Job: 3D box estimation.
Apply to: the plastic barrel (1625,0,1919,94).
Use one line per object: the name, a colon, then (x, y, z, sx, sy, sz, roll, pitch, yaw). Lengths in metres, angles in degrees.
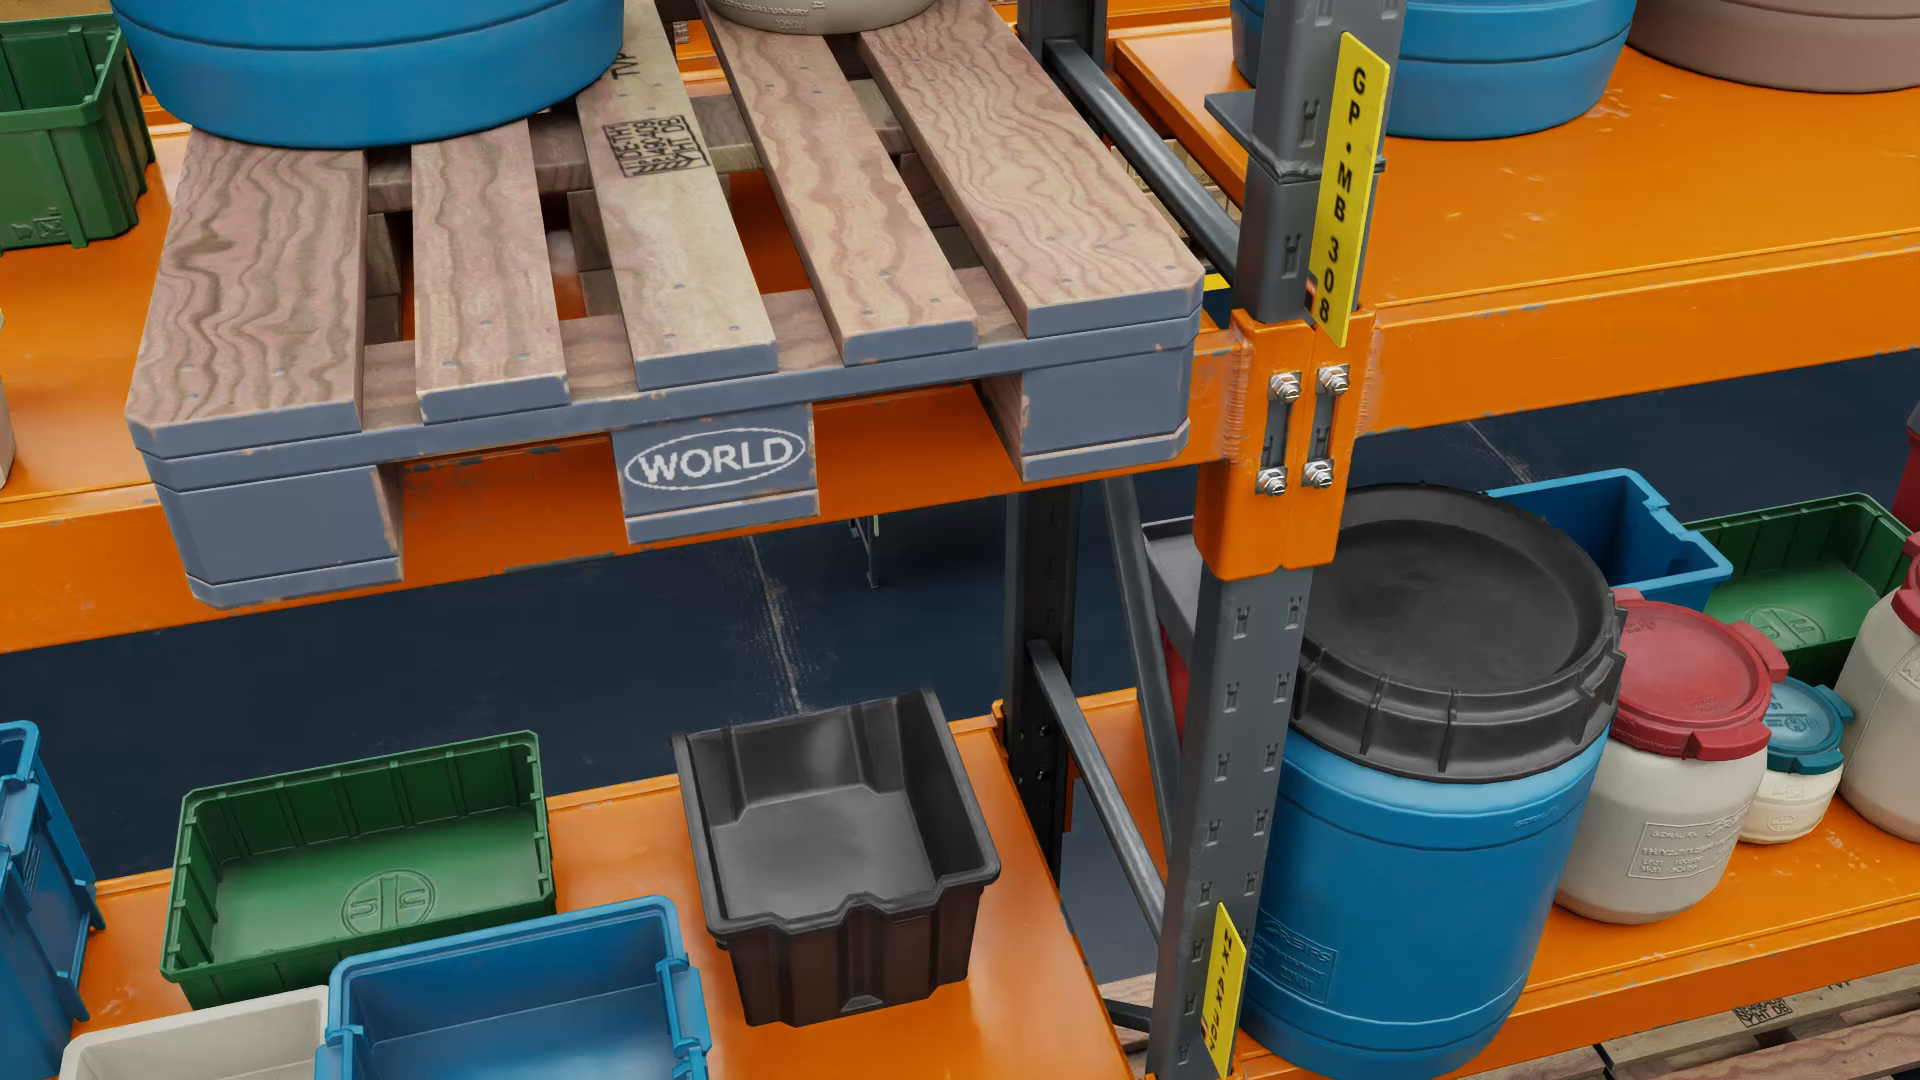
plastic barrel: (1.346, -1.202, 2.471, 0.600, 0.901, 0.600, 0, 37, 0)

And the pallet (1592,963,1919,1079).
pallet: (2.208, 1.265, 4.423, 1.213, 0.211, 1.003, -9, 38, -12)

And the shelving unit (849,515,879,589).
shelving unit: (-0.006, -0.595, 5.793, 0.755, 1.500, 0.431, -9, 38, -12)

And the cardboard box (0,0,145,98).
cardboard box: (-3.429, -2.040, 6.366, 0.500, 0.500, 0.700, -9, 38, -12)

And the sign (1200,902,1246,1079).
sign: (0.413, 0.714, 2.620, 0.005, 0.325, 0.100, -9, 38, -12)

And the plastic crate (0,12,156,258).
plastic crate: (-1.314, -0.517, 2.163, 0.450, 0.188, 0.336, -9, 38, -12)

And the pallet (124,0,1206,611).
pallet: (-0.391, -0.445, 2.050, 1.003, 0.211, 1.213, -9, 38, -12)

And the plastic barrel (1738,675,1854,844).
plastic barrel: (1.598, 0.435, 3.326, 0.301, 0.262, 0.301, 0, 37, 0)

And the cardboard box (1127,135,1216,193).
cardboard box: (0.940, -1.867, 7.678, 0.500, 0.311, 0.500, -8, 38, -11)

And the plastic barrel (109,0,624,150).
plastic barrel: (-0.709, -0.963, 1.813, 0.708, 0.901, 0.600, -9, 38, -12)

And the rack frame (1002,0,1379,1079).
rack frame: (0.280, 0.500, 3.128, 0.127, 3.000, 1.000, -9, 38, -12)

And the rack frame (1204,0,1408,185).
rack frame: (0.280, -1.883, 1.305, 0.127, 3.000, 1.000, -9, 38, -12)

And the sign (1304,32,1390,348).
sign: (0.413, -0.371, 1.790, 0.005, 0.325, 0.100, -9, 38, -12)

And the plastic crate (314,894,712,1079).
plastic crate: (-0.718, 0.893, 2.736, 0.616, 0.251, 0.499, -9, 38, -12)

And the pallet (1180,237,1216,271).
pallet: (0.873, -1.634, 8.212, 1.213, 0.211, 1.003, -9, 38, -12)

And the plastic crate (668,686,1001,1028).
plastic crate: (-0.259, 0.533, 3.136, 0.504, 0.338, 0.767, -9, 38, -12)

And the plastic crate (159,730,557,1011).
plastic crate: (-1.104, 0.633, 3.128, 0.662, 0.188, 0.450, -9, 38, -12)

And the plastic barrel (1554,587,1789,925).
plastic barrel: (1.261, 0.423, 3.117, 0.433, 0.535, 0.433, 0, 37, 0)

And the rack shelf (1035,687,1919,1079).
rack shelf: (2.211, 0.469, 3.761, 4.000, 0.370, 1.077, -9, 38, -12)

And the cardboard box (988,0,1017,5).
cardboard box: (0.246, -2.642, 7.152, 0.500, 0.500, 0.500, -7, 38, -9)

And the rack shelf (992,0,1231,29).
rack shelf: (0.923, -2.437, 7.560, 4.000, 0.370, 1.077, -9, 38, -12)

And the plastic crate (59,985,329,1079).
plastic crate: (-1.222, 1.010, 2.678, 0.437, 0.136, 0.530, -9, 38, -12)

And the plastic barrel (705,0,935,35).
plastic barrel: (-0.187, -0.950, 2.116, 0.421, 0.512, 0.421, 0, 37, 0)

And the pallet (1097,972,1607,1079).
pallet: (1.028, 1.460, 4.168, 1.213, 0.211, 1.003, -9, 38, -12)

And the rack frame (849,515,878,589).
rack frame: (-0.360, -0.537, 5.717, 0.023, 1.500, 0.400, -9, 38, -12)

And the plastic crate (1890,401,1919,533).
plastic crate: (2.502, -0.083, 3.837, 0.583, 0.464, 0.402, -9, 38, -12)

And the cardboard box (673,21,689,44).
cardboard box: (-1.435, -2.372, 6.800, 0.500, 0.500, 0.700, -10, 39, -13)

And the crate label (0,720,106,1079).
crate label: (-1.875, 0.669, 2.877, 0.616, 0.435, 0.502, -9, 38, -12)

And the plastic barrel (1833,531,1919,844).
plastic barrel: (1.969, 0.307, 3.268, 0.433, 0.535, 0.433, 0, 37, 0)

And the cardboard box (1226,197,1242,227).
cardboard box: (1.427, -1.727, 7.956, 0.500, 0.250, 0.500, -8, 38, -11)

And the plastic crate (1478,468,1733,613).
plastic crate: (1.264, 0.149, 3.600, 0.575, 0.384, 0.392, -9, 38, -12)

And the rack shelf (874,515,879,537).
rack shelf: (-0.006, -0.336, 5.991, 0.720, 0.370, 0.431, -9, 38, -12)

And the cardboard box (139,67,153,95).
cardboard box: (-2.922, -2.126, 6.478, 0.500, 0.500, 0.700, -8, 38, -11)

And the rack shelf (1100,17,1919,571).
rack shelf: (2.211, -0.723, 2.849, 4.000, 0.370, 1.077, -9, 38, -12)

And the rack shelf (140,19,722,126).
rack shelf: (-2.939, -1.804, 6.731, 4.000, 0.370, 1.077, -9, 38, -12)

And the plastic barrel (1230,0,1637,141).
plastic barrel: (0.714, -1.099, 2.336, 0.708, 0.901, 0.600, -9, 38, -12)

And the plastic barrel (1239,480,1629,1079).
plastic barrel: (0.732, 0.417, 2.823, 0.708, 0.901, 0.600, -9, 38, -12)

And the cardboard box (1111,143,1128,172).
cardboard box: (0.440, -1.782, 7.567, 0.500, 0.311, 0.500, -11, 39, -13)

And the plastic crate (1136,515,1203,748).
plastic crate: (0.668, 0.218, 3.443, 0.583, 0.464, 0.402, -9, 38, -12)

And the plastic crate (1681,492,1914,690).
plastic crate: (1.888, 0.142, 3.769, 0.662, 0.188, 0.450, -9, 38, -12)

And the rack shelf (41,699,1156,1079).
rack shelf: (-1.651, 1.102, 2.932, 4.000, 0.370, 1.077, -9, 38, -12)

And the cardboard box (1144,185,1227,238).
cardboard box: (0.931, -1.643, 7.847, 0.500, 0.250, 0.500, -9, 38, -11)

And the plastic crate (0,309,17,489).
plastic crate: (-1.164, -0.096, 1.654, 0.396, 0.136, 0.243, -9, 38, -12)

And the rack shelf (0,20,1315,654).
rack shelf: (-1.651, -0.089, 2.021, 4.000, 0.370, 1.077, -9, 38, -12)
